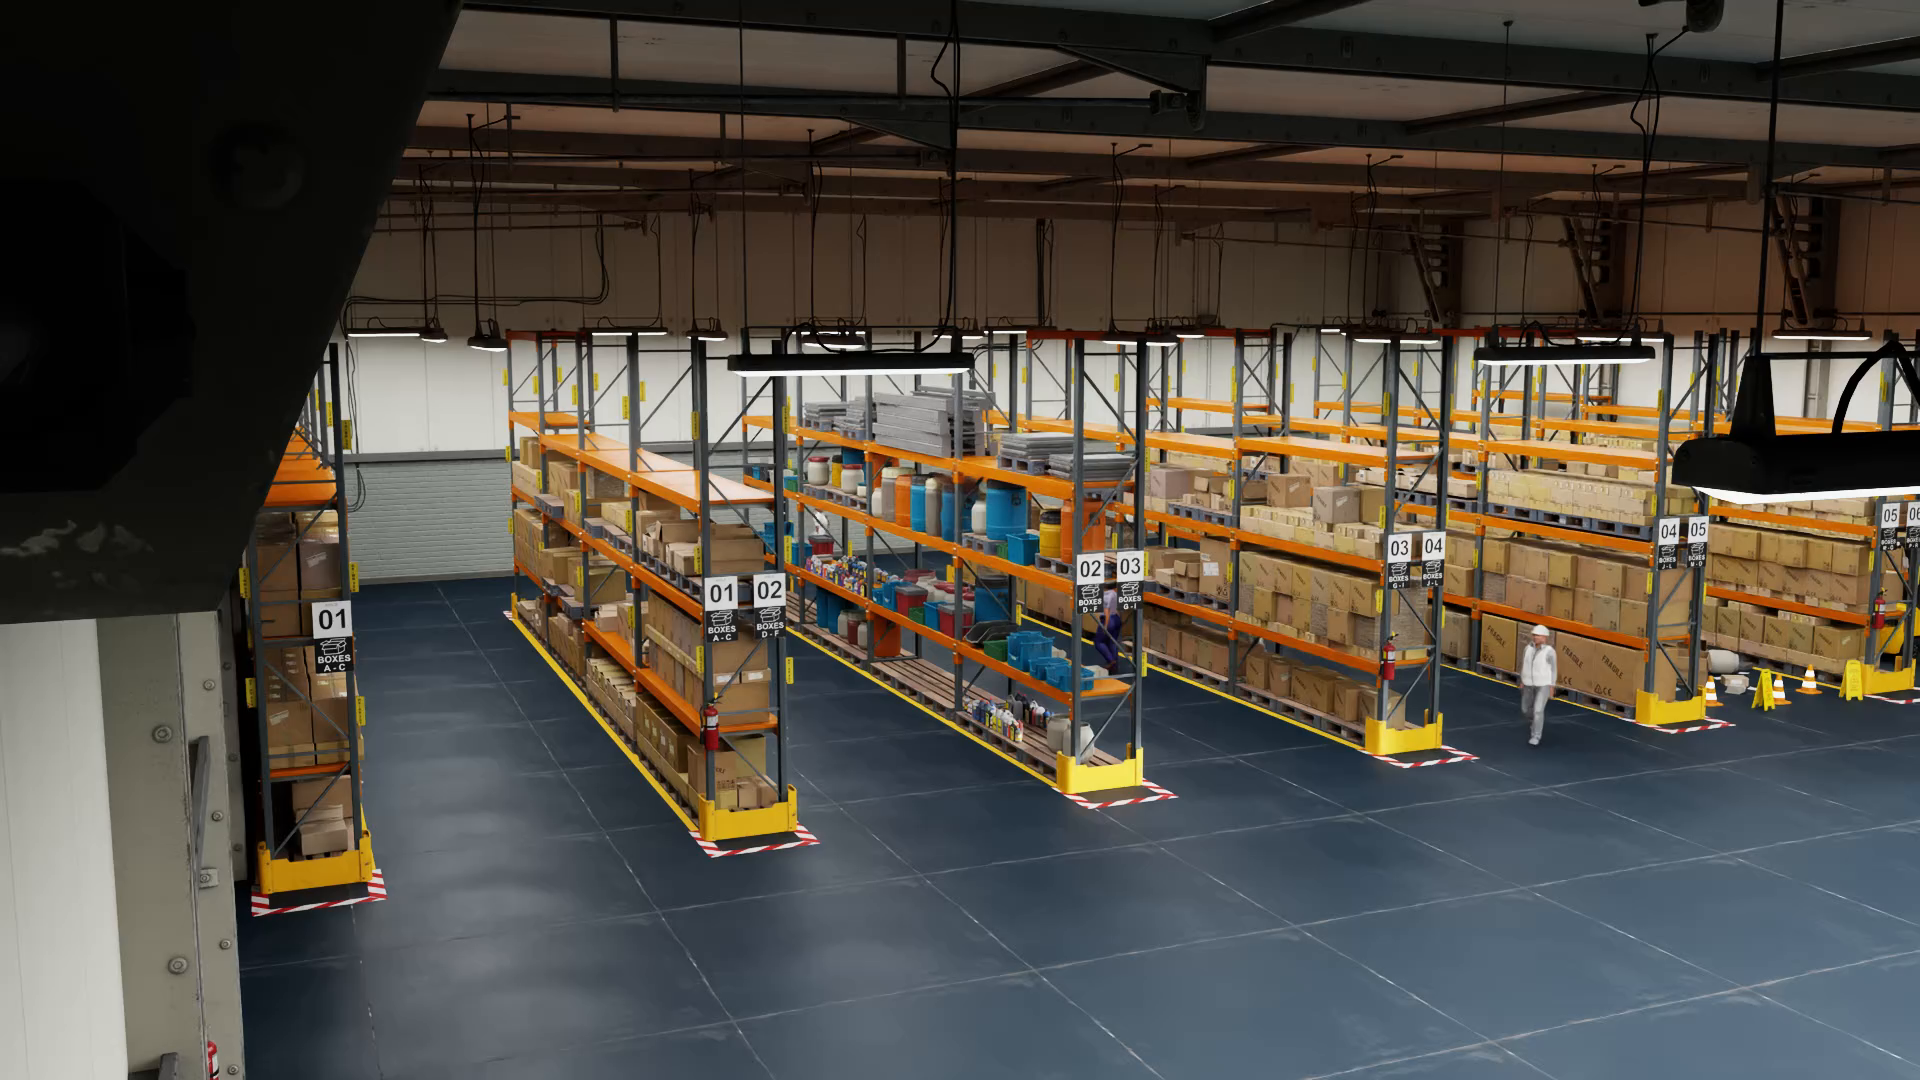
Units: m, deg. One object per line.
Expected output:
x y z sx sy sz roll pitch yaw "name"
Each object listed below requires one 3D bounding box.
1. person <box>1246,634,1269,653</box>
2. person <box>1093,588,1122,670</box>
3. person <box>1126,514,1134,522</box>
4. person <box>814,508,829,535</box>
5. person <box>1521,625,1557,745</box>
5.628 1.230 31.161 0.534 1.706 1.084 -3 8 -20 "person"
2.667 1.515 29.534 0.453 1.633 0.536 5 9 33 "person"
4.608 -0.454 43.661 0.499 1.661 0.575 3 8 23 "person"
-3.465 -0.110 41.116 0.470 1.678 0.442 0 8 0 "person"
8.577 2.115 24.615 0.536 1.750 0.820 6 10 35 "person"
